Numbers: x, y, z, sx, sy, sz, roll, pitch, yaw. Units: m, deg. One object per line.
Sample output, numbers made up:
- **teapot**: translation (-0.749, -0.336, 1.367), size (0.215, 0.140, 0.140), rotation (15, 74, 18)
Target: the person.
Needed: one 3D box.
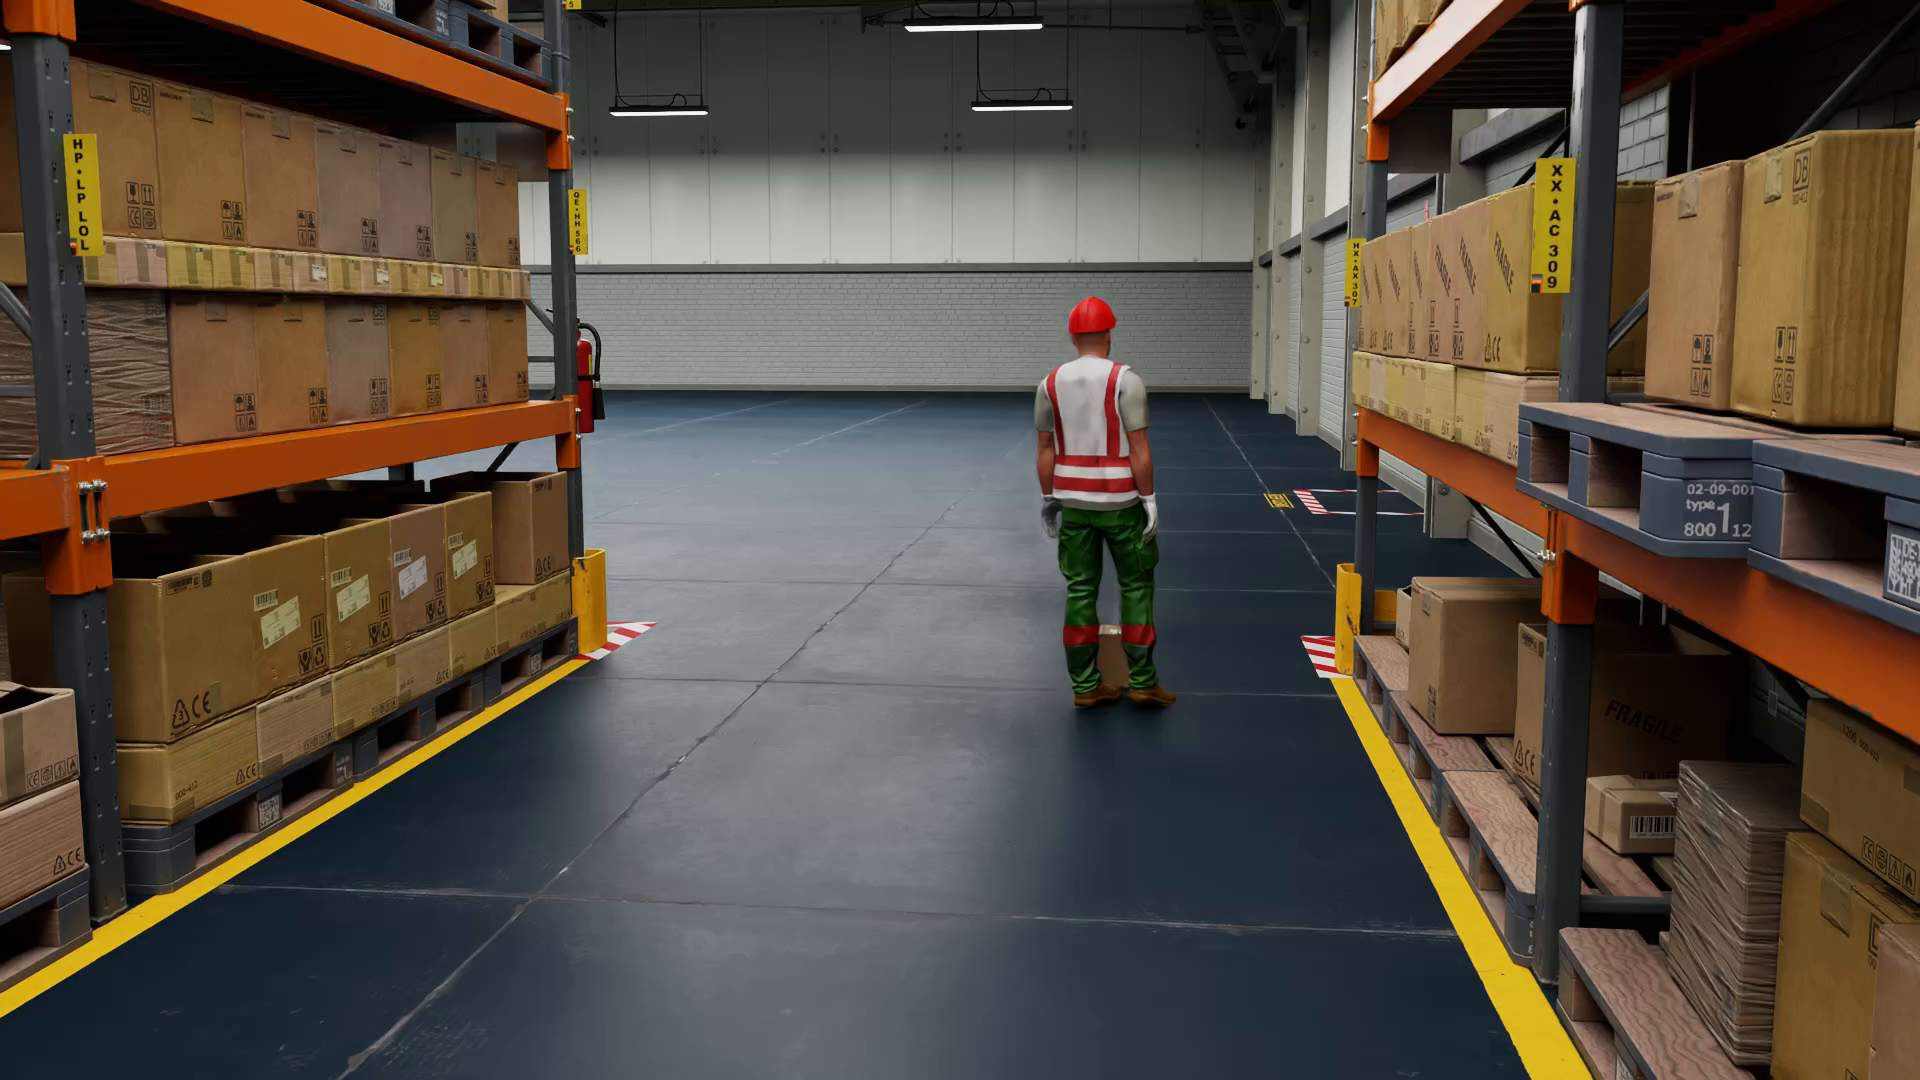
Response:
- **person**: translation (0.640, -0.155, 7.341), size (0.575, 1.819, 0.478), rotation (4, 8, 27)
